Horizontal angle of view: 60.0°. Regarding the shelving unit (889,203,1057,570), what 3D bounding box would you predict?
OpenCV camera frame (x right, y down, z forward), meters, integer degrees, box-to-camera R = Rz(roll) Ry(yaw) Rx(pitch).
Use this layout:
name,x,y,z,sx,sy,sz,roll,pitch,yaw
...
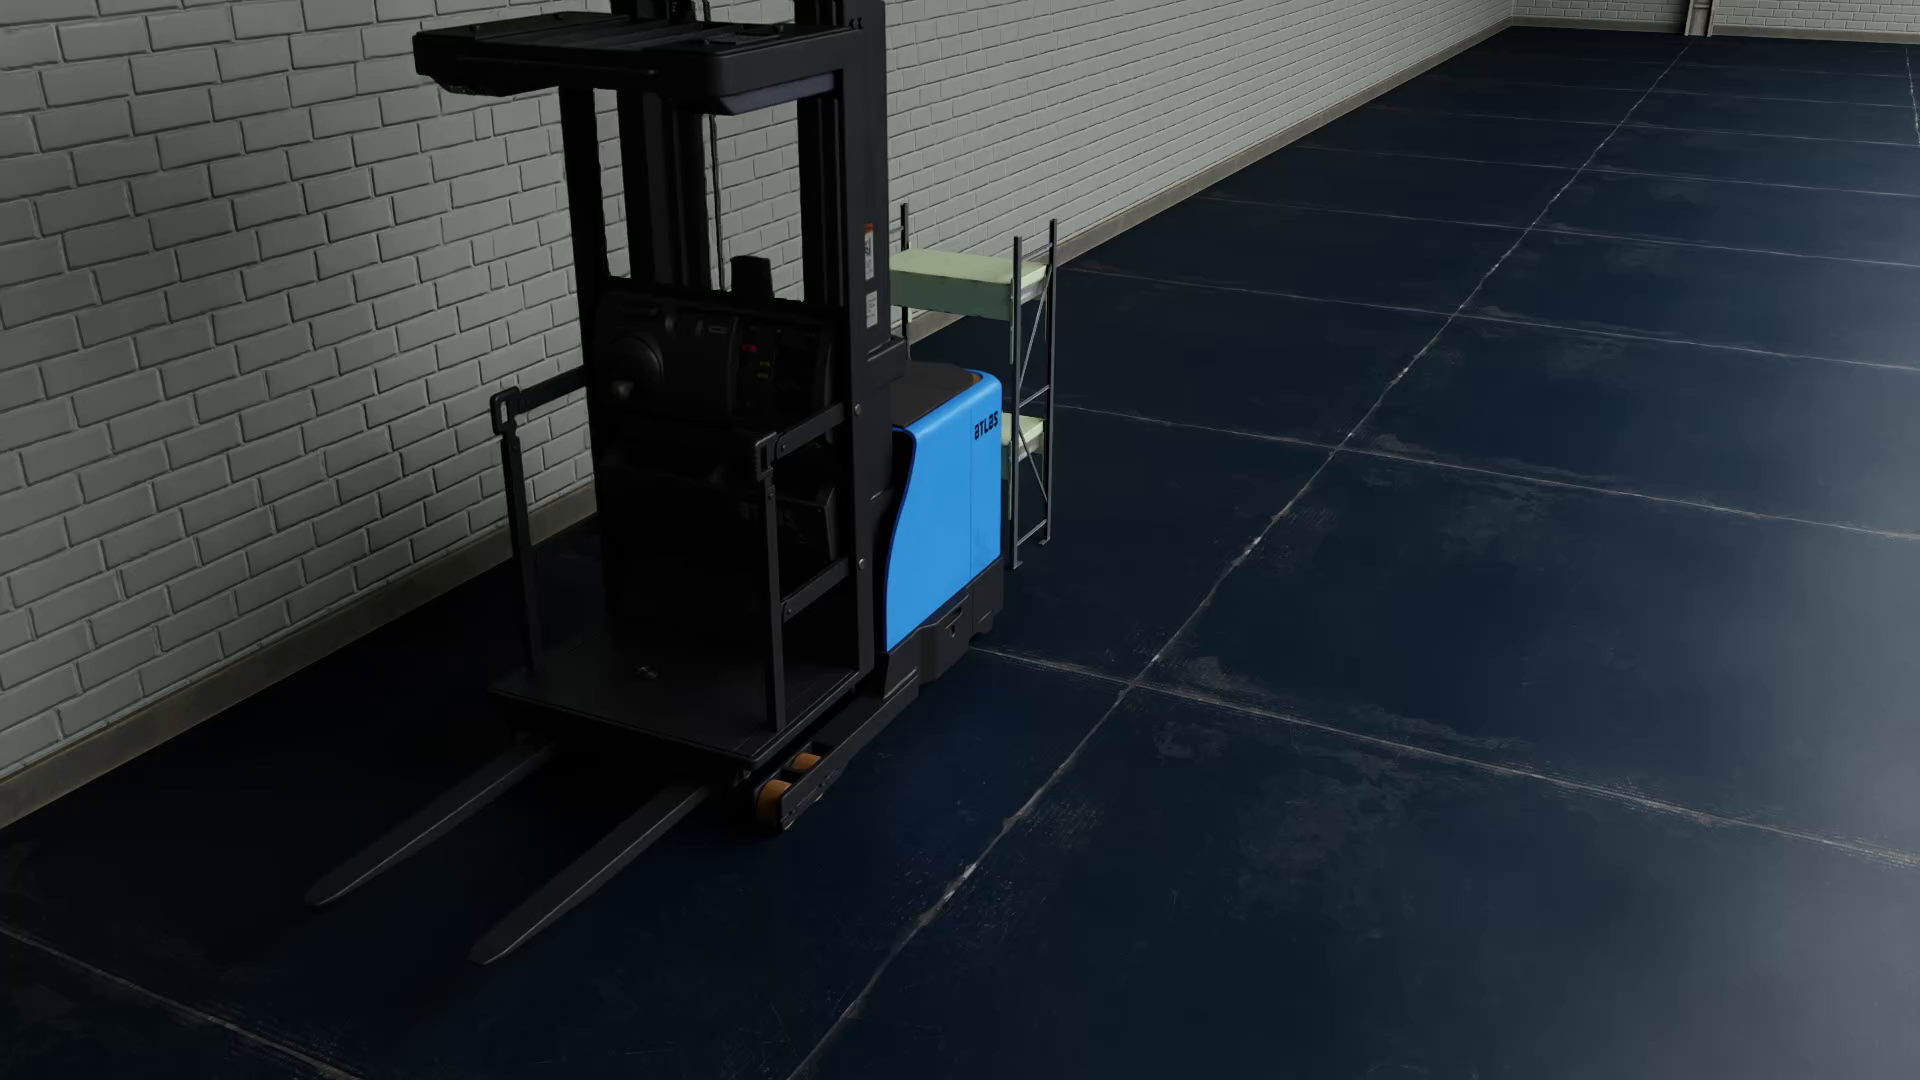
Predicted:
name,x,y,z,sx,sy,sz,roll,pitch,yaw
shelving unit,-0.006,-0.691,7.459,0.755,1.500,0.431,11,25,25

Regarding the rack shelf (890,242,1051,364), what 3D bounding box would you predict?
name,x,y,z,sx,sy,sz,roll,pitch,yaw
rack shelf,-0.006,-1.050,7.307,0.720,0.370,0.431,11,25,25

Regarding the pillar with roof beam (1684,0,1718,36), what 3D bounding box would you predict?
name,x,y,z,sx,sy,sz,roll,pitch,yaw
pillar with roof beam,10.091,-10.875,21.823,0.400,9.000,9.100,11,25,25

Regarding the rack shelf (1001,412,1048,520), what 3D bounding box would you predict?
name,x,y,z,sx,sy,sz,roll,pitch,yaw
rack shelf,-0.006,-0.391,7.587,0.720,0.370,0.431,11,25,25

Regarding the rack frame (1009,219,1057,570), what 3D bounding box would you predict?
name,x,y,z,sx,sy,sz,roll,pitch,yaw
rack frame,0.321,-0.627,7.307,0.023,1.500,0.400,11,25,25

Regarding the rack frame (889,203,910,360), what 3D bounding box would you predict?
name,x,y,z,sx,sy,sz,roll,pitch,yaw
rack frame,-0.333,-0.756,7.611,0.023,1.500,0.400,11,25,25

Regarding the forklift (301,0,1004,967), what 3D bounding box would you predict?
name,x,y,z,sx,sy,sz,roll,pitch,yaw
forklift,-0.922,-0.586,5.382,1.130,2.935,3.031,11,25,24
